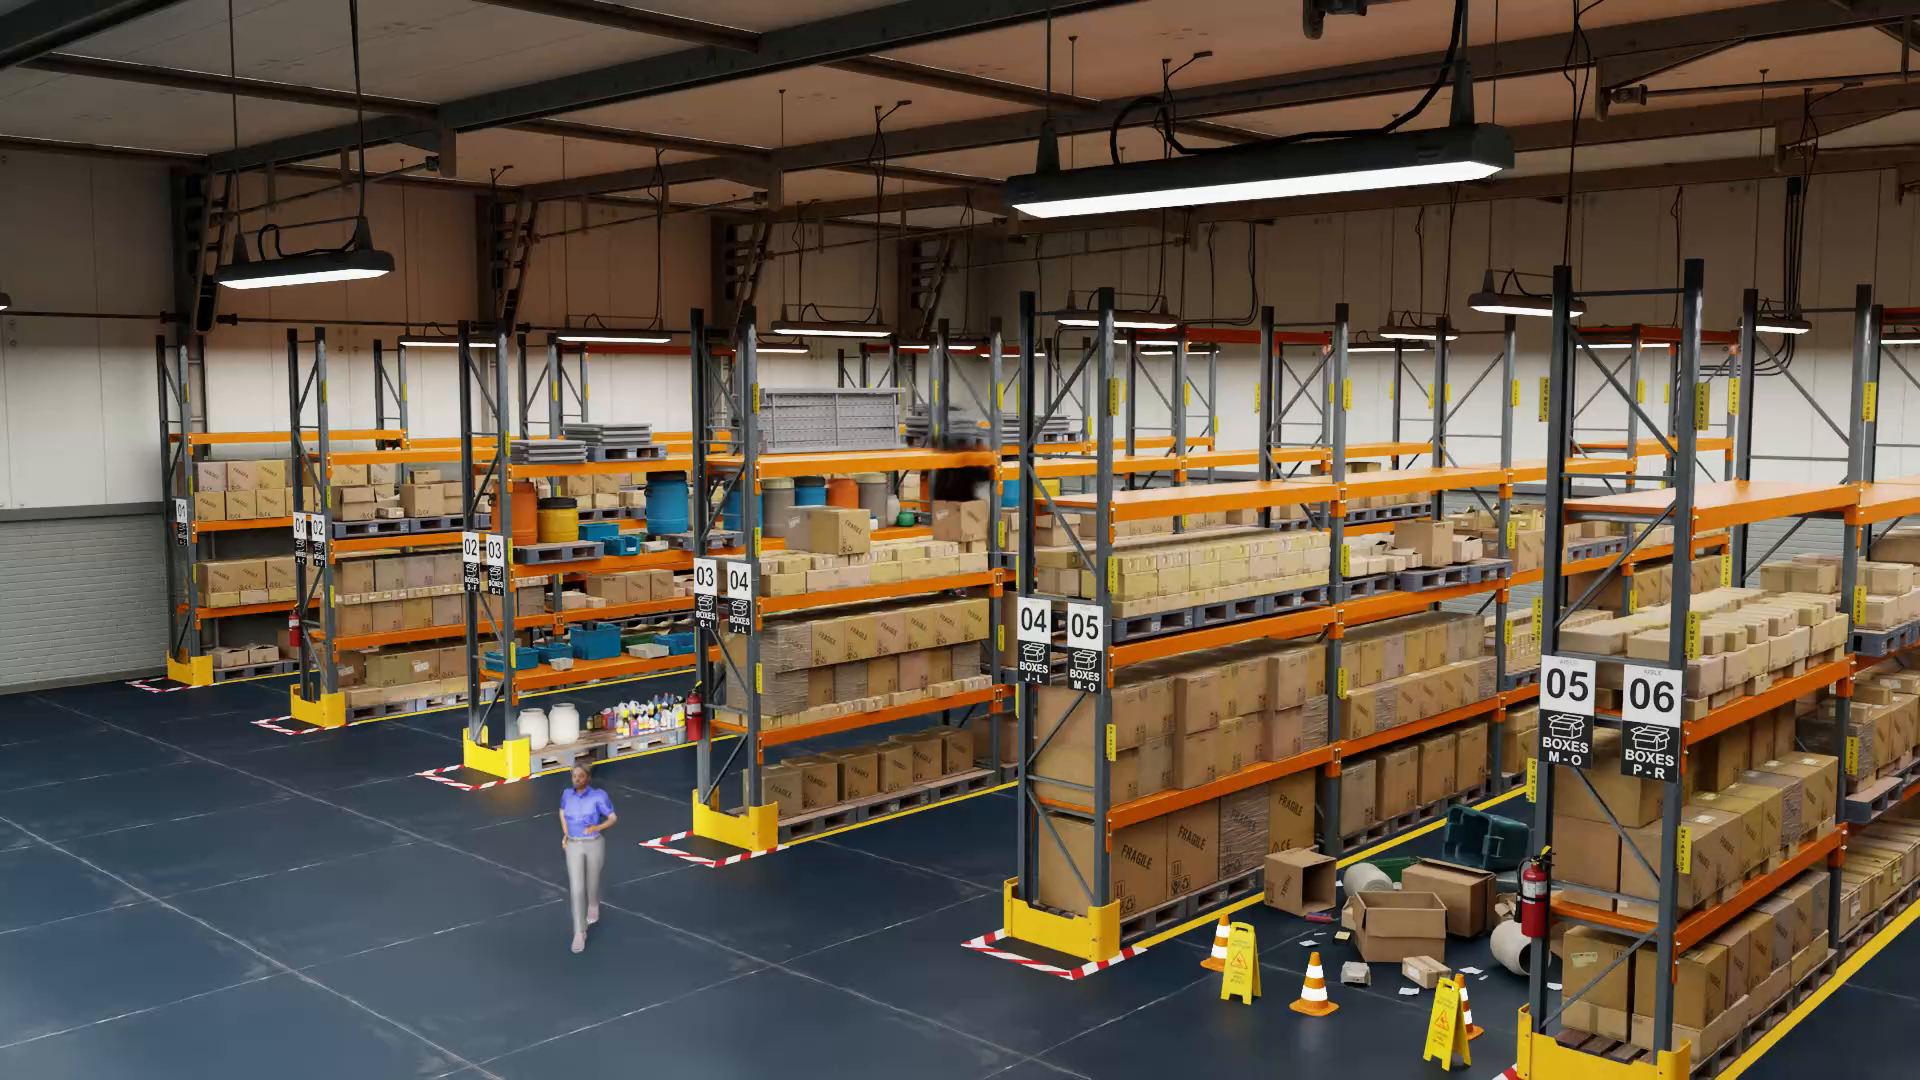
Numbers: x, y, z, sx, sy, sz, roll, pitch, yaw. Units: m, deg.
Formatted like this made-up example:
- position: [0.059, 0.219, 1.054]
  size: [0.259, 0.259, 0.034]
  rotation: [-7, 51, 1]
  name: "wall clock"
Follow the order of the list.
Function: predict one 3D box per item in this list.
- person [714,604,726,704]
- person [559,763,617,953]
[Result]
- position: [-3.862, 1.798, 26.647]
  size: [0.682, 1.753, 0.769]
  rotation: [4, 7, 35]
  name: "person"
- position: [-3.469, 2.891, 15.496]
  size: [0.566, 1.678, 0.870]
  rotation: [0, 5, -3]
  name: "person"
